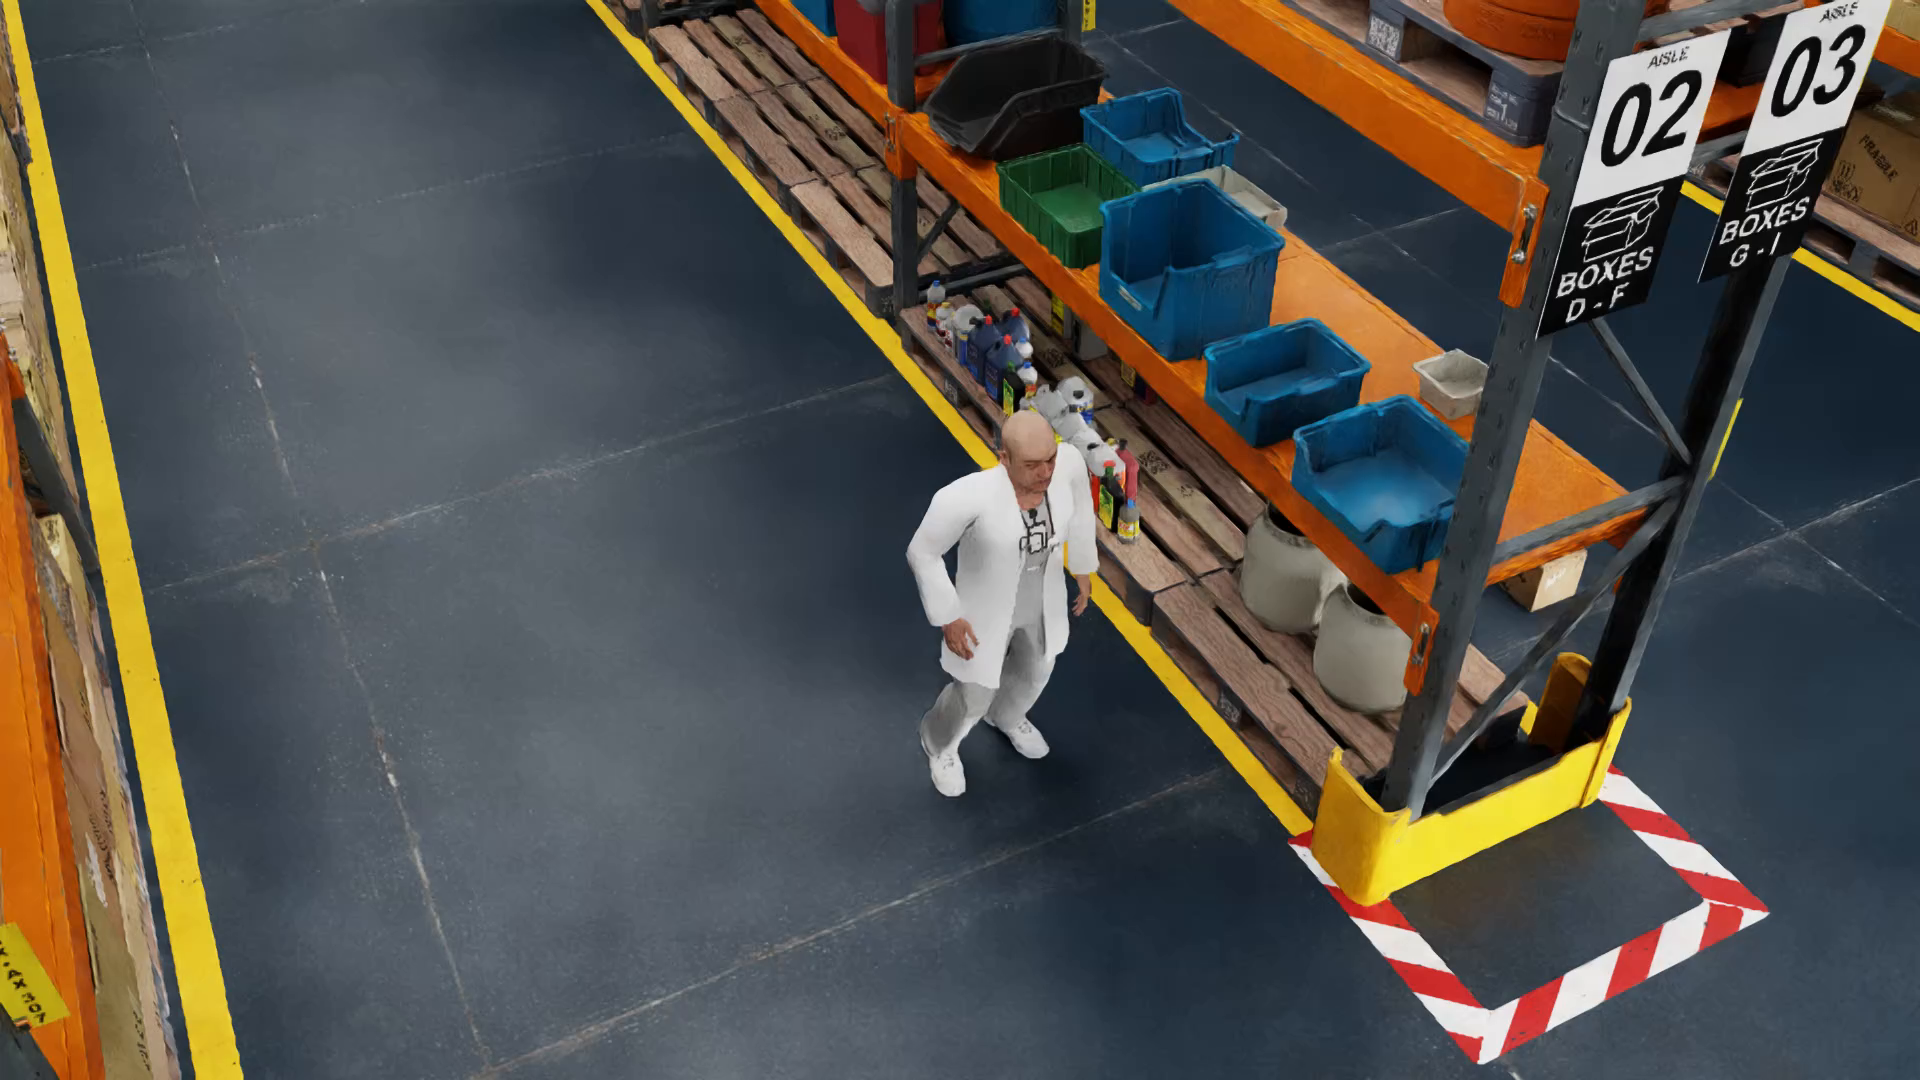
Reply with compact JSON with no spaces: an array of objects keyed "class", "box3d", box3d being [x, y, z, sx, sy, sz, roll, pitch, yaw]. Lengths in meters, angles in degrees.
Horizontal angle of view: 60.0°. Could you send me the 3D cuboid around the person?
[{"class":"person","box3d":[0.148,0.196,5.963,0.725,1.741,0.520,-19,44,-21]}]
